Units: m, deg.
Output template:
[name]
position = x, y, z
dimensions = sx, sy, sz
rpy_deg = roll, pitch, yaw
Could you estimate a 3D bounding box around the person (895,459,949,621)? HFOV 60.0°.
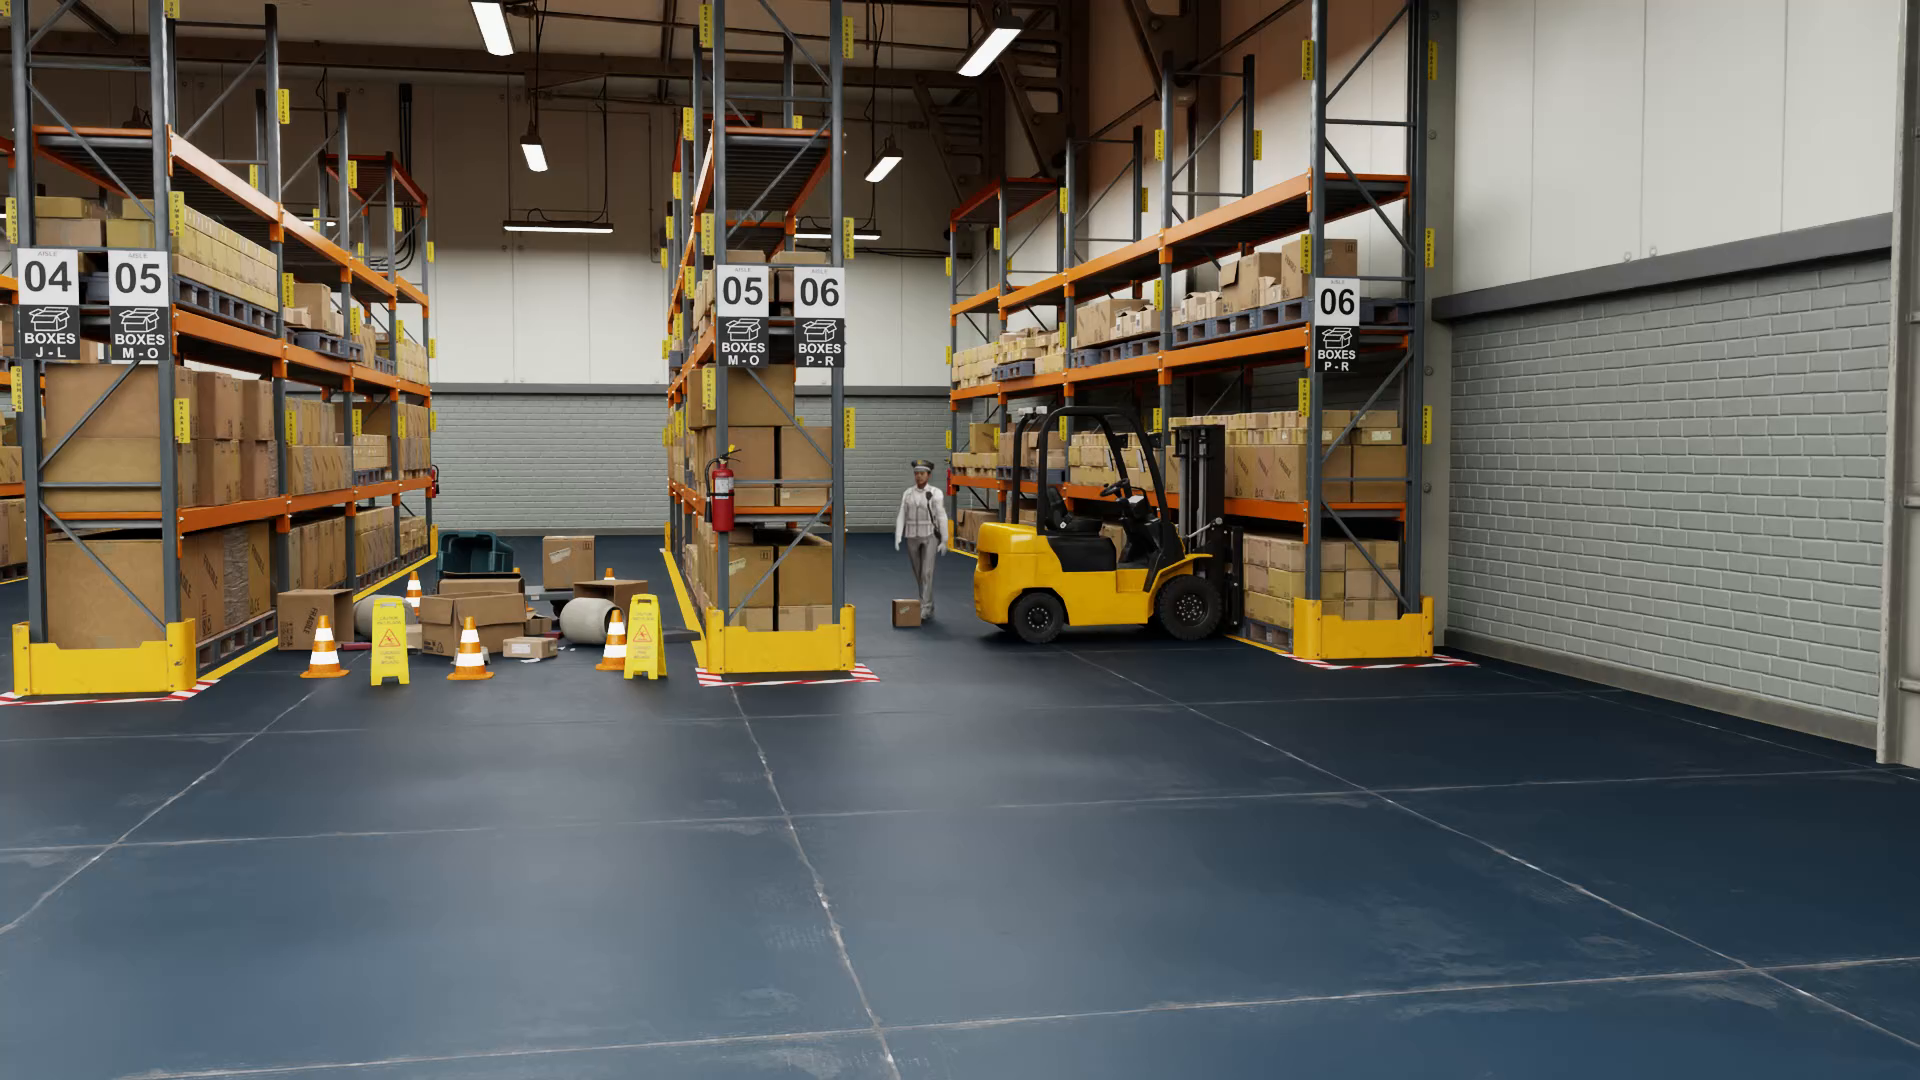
[person]
position = -0.415, -0.011, 17.108
dimensions = 0.516, 1.639, 0.916
rpy_deg = 1, 3, 22
